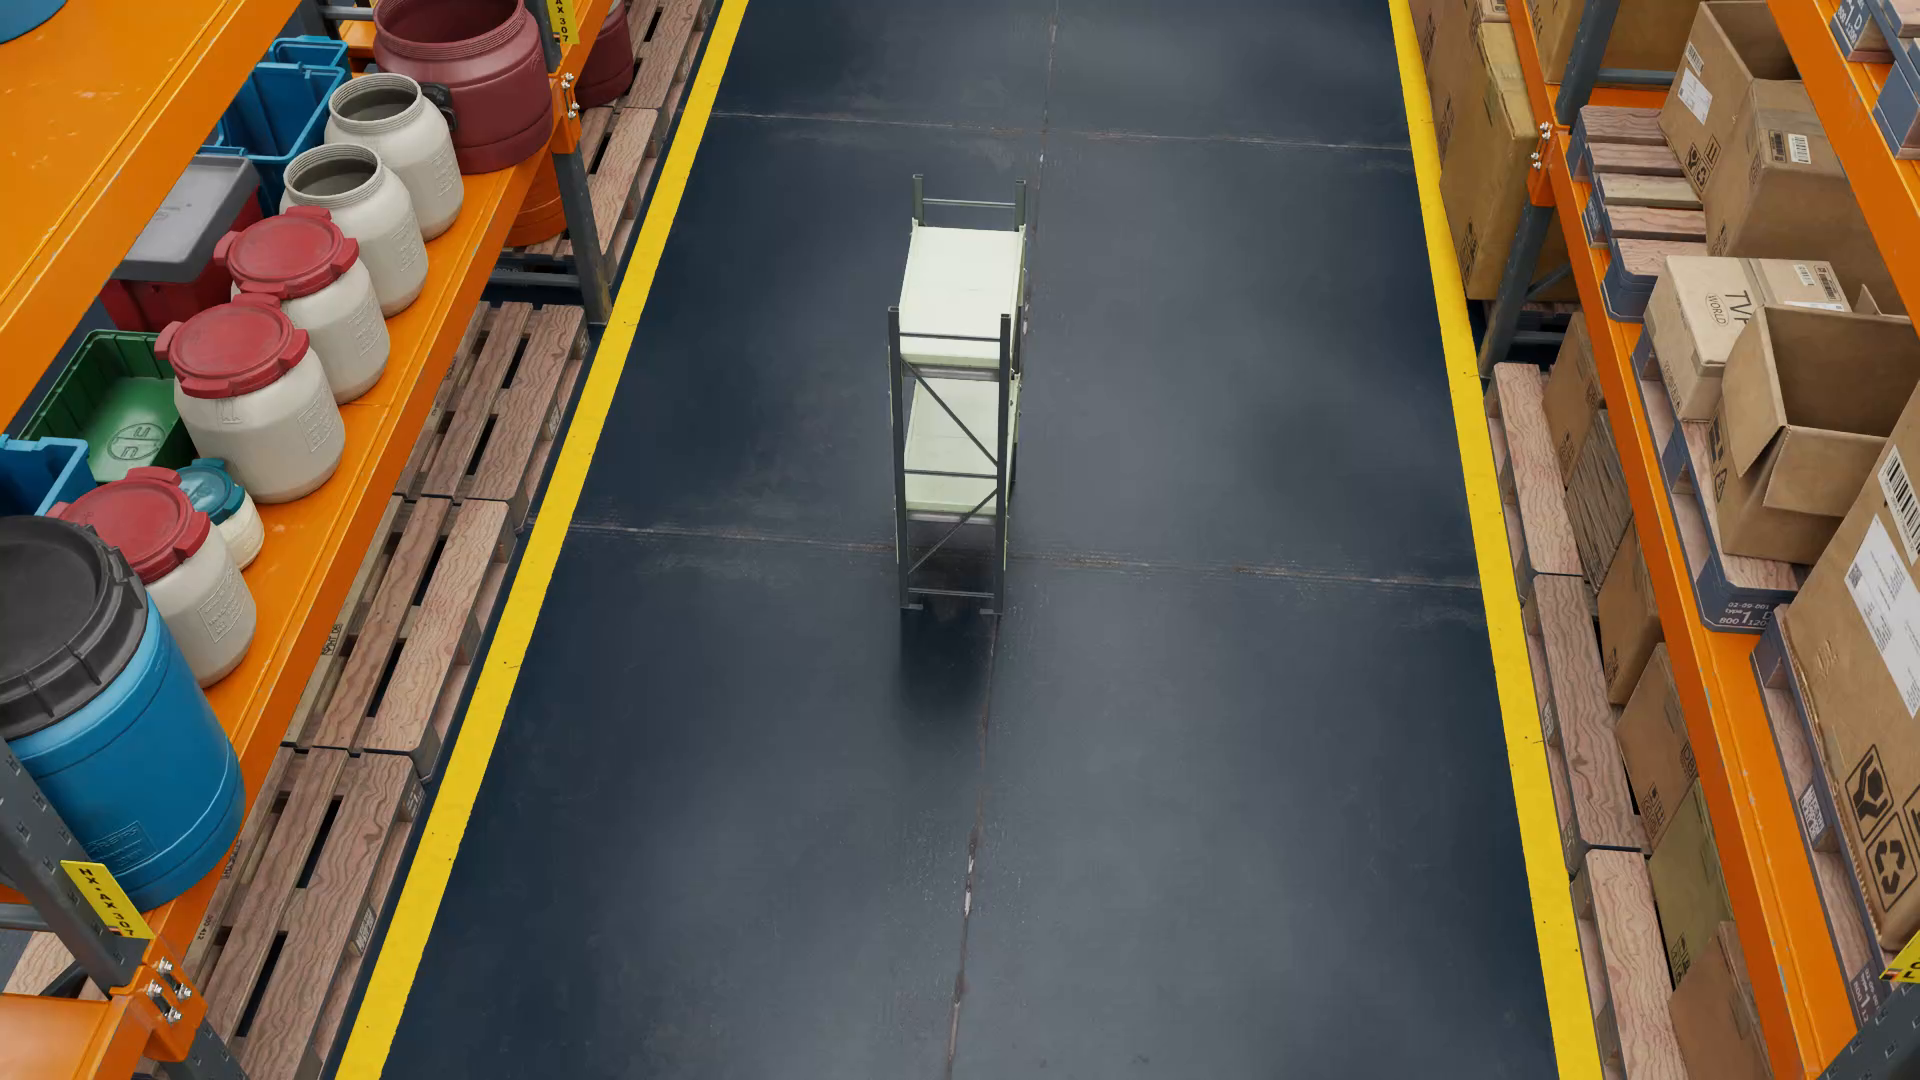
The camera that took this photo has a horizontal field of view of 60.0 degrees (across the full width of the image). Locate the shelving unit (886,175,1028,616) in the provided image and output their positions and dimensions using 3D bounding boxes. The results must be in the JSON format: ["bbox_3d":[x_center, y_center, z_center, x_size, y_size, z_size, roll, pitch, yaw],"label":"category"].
[{"bbox_3d":[-0.001,-0.501,6.192,0.431,1.500,0.755,4,48,4],"label":"shelving unit"}]

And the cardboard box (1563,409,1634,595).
[{"bbox_3d":[2.737,-0.140,6.241,0.700,0.500,0.500,0,48,0],"label":"cardboard box"}]

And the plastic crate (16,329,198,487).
[{"bbox_3d":[-2.603,-0.358,5.189,0.450,0.188,0.662,4,48,4],"label":"plastic crate"}]

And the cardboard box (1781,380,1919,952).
[{"bbox_3d":[2.664,0.283,3.767,1.000,1.000,1.000,4,48,4],"label":"cardboard box"}]

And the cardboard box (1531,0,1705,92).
[{"bbox_3d":[2.615,-2.150,6.616,0.500,0.500,0.500,5,48,5],"label":"cardboard box"}]

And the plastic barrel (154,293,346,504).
[{"bbox_3d":[-2.108,-0.404,4.995,0.433,0.535,0.433,0,48,0],"label":"plastic barrel"}]

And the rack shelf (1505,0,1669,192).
[{"bbox_3d":[2.999,-2.964,7.916,1.077,0.370,4.000,4,48,4],"label":"rack shelf"}]

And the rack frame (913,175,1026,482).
[{"bbox_3d":[0.033,-0.770,6.438,0.400,1.500,0.023,4,48,4],"label":"rack frame"}]

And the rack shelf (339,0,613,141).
[{"bbox_3d":[-1.934,-3.297,8.221,1.077,0.370,4.000,4,48,4],"label":"rack shelf"}]

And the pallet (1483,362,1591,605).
[{"bbox_3d":[2.744,-0.222,6.810,1.003,0.211,1.213,4,48,4],"label":"pallet"}]

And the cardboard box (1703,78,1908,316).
[{"bbox_3d":[2.856,-1.096,5.368,0.700,0.500,0.500,10,48,9],"label":"cardboard box"}]

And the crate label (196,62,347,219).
[{"bbox_3d":[-2.476,-1.371,5.947,0.502,0.435,0.616,4,48,4],"label":"crate label"}]

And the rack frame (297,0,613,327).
[{"bbox_3d":[-2.116,-2.070,6.611,1.000,3.000,0.127,4,48,4],"label":"rack frame"}]

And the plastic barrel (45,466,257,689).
[{"bbox_3d":[-2.175,0.135,4.502,0.433,0.535,0.433,0,48,0],"label":"plastic barrel"}]

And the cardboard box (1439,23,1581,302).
[{"bbox_3d":[2.900,-1.668,7.398,1.225,0.875,0.875,2,48,2],"label":"cardboard box"}]

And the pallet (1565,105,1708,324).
[{"bbox_3d":[2.858,-1.142,5.892,1.213,0.211,1.003,4,48,4],"label":"pallet"}]

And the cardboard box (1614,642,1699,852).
[{"bbox_3d":[2.642,0.687,5.485,0.700,0.500,0.500,0,48,0],"label":"cardboard box"}]

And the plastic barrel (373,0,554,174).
[{"bbox_3d":[-1.857,-1.755,6.230,0.600,0.536,0.708,4,48,4],"label":"plastic barrel"}]

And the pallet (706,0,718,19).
[{"bbox_3d":[-1.863,-3.505,9.812,1.003,0.211,1.213,4,48,4],"label":"pallet"}]

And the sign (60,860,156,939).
[{"bbox_3d":[-1.934,0.821,3.779,0.100,0.325,0.005,4,48,4],"label":"sign"}]

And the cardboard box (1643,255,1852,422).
[{"bbox_3d":[2.435,-0.612,5.094,0.500,0.250,0.500,3,48,2],"label":"cardboard box"}]

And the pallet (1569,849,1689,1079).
[{"bbox_3d":[2.521,1.571,5.170,1.003,0.211,1.213,4,48,4],"label":"pallet"}]

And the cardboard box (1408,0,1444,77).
[{"bbox_3d":[3.062,-2.973,8.592,1.225,0.875,0.875,2,48,2],"label":"cardboard box"}]

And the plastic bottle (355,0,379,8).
[{"bbox_3d":[-2.504,-2.357,6.952,0.061,0.283,0.133,4,48,4],"label":"plastic bottle"}]

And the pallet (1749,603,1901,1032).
[{"bbox_3d":[2.666,0.715,4.193,1.003,0.211,1.213,4,48,4],"label":"pallet"}]

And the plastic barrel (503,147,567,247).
[{"bbox_3d":[-2.088,-1.840,7.587,0.600,0.830,0.708,4,48,4],"label":"plastic barrel"}]

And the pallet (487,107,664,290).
[{"bbox_3d":[-2.086,-1.712,8.172,1.003,0.211,1.213,4,48,4],"label":"pallet"}]

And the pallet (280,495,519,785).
[{"bbox_3d":[-2.339,0.331,6.304,1.003,0.211,1.213,4,48,4],"label":"pallet"}]

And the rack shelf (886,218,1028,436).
[{"bbox_3d":[-0.001,-0.765,5.904,0.431,0.370,0.720,4,48,4],"label":"rack shelf"}]

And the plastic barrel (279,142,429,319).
[{"bbox_3d":[-2.035,-1.028,5.582,0.421,0.512,0.421,0,48,0],"label":"plastic barrel"}]

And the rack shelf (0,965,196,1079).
[{"bbox_3d":[-2.663,2.581,2.844,1.077,0.370,4.000,4,48,4],"label":"rack shelf"}]

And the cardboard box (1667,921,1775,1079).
[{"bbox_3d":[2.529,1.447,4.789,0.700,0.500,0.500,1,48,1],"label":"cardboard box"}]
